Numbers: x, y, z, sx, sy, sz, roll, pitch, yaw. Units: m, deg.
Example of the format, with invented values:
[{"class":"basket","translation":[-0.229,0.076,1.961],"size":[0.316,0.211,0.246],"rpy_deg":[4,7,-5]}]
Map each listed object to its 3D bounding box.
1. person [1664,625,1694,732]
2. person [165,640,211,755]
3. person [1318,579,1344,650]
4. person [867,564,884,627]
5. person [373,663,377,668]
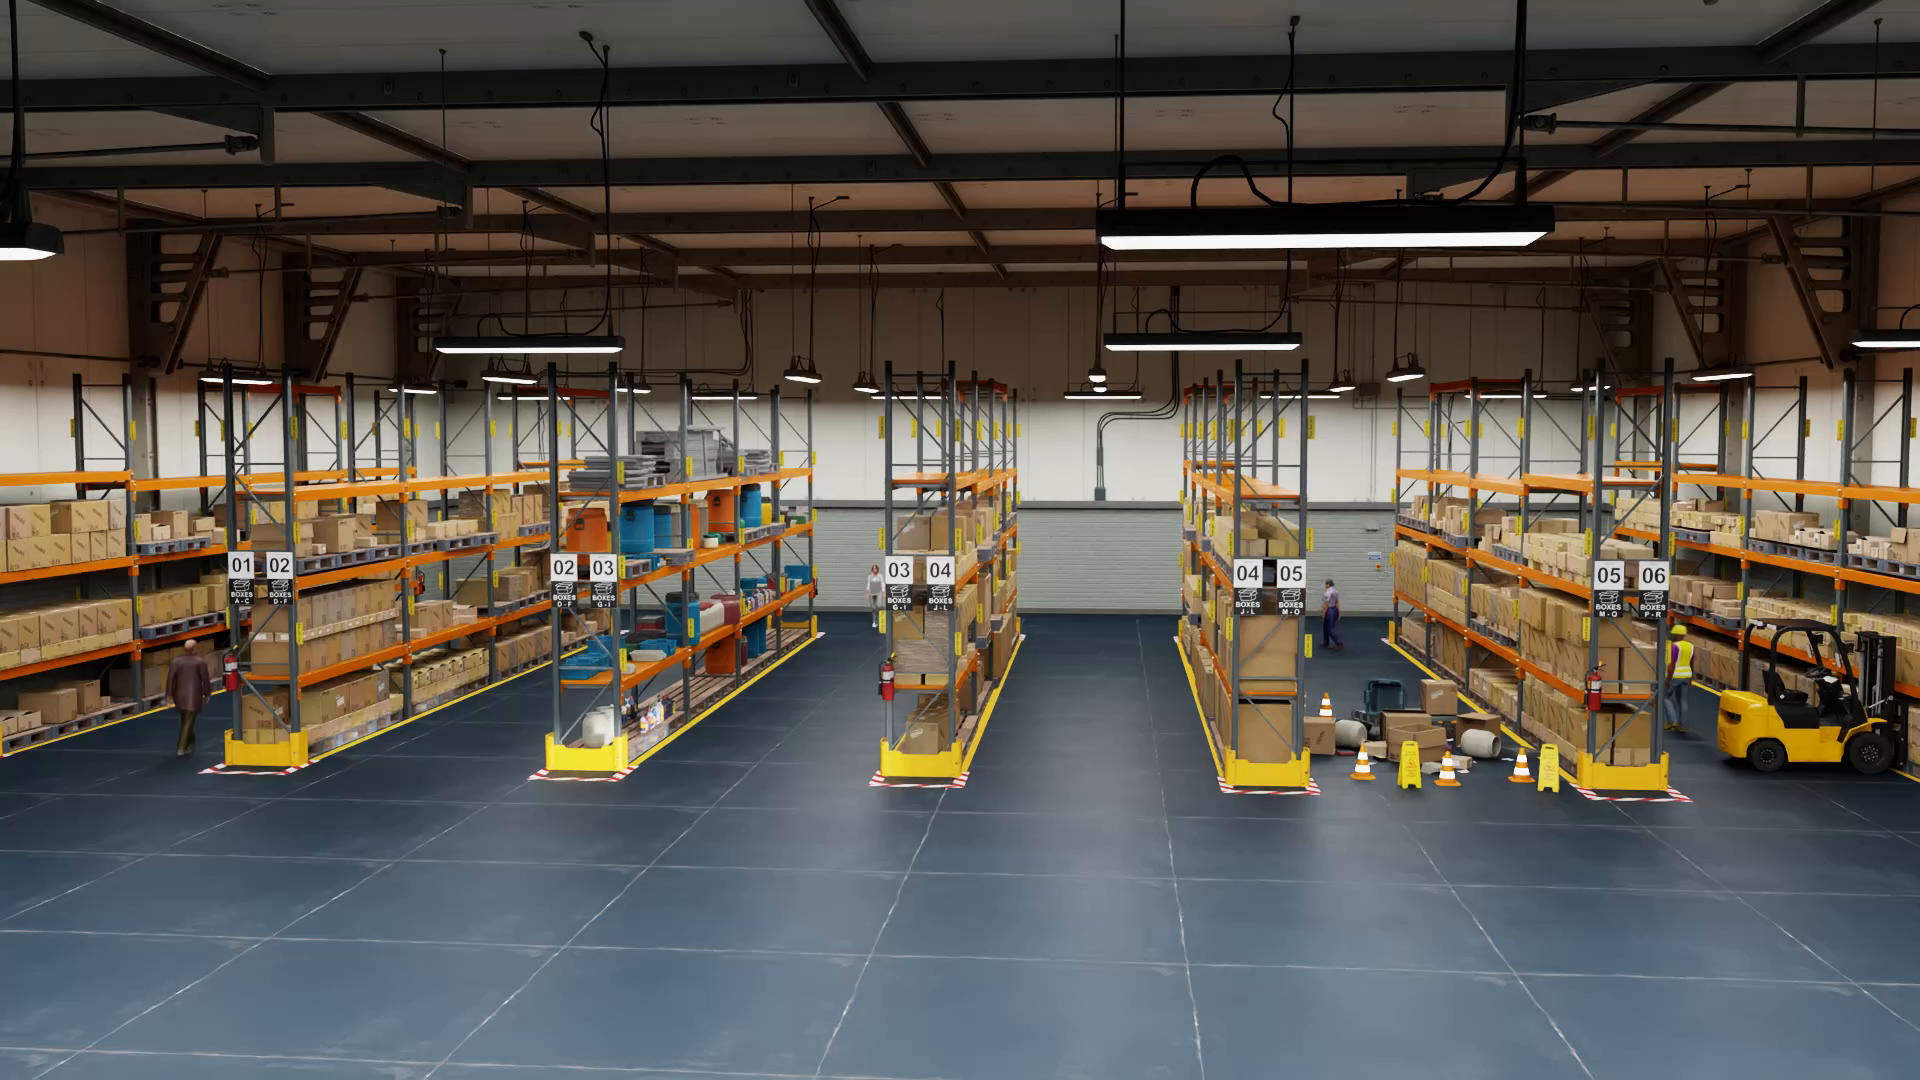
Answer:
[{"class":"person","translation":[11.947,2.294,27.644],"size":[0.593,1.756,0.433],"rpy_deg":[-1,4,-16]},{"class":"person","translation":[-11.925,2.409,25.819],"size":[0.606,1.737,0.965],"rpy_deg":[0,4,3]},{"class":"person","translation":[8.483,1.696,38.086],"size":[0.791,1.600,0.550],"rpy_deg":[3,5,37]},{"class":"person","translation":[-2.147,1.427,42.184],"size":[0.434,1.617,0.449],"rpy_deg":[0,4,5]},{"class":"person","translation":[-12.474,1.888,35.248],"size":[0.399,1.552,0.889],"rpy_deg":[0,4,-6]}]
